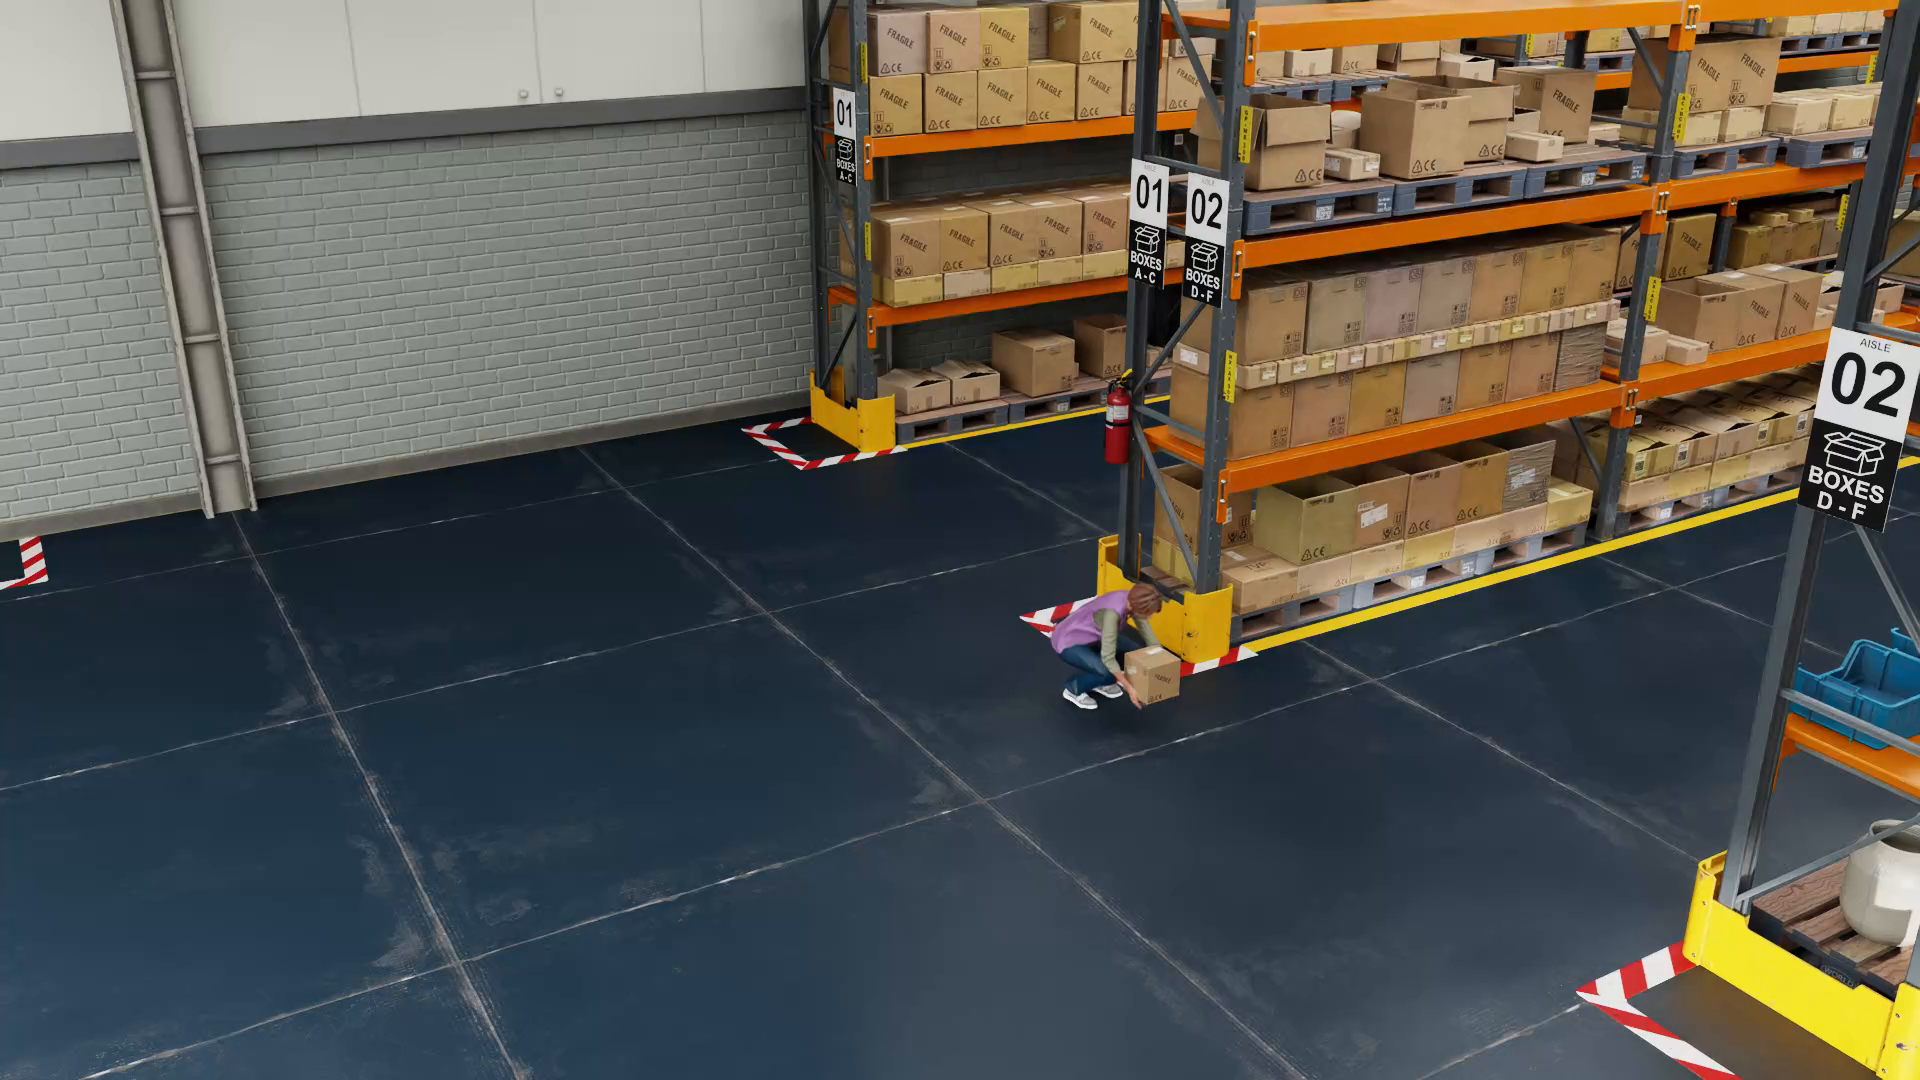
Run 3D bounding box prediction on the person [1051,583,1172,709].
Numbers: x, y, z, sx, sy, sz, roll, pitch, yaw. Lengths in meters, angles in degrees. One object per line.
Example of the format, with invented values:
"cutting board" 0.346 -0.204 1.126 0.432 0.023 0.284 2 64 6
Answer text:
"person" 0.959 0.649 10.455 0.847 0.891 0.457 18 28 38
